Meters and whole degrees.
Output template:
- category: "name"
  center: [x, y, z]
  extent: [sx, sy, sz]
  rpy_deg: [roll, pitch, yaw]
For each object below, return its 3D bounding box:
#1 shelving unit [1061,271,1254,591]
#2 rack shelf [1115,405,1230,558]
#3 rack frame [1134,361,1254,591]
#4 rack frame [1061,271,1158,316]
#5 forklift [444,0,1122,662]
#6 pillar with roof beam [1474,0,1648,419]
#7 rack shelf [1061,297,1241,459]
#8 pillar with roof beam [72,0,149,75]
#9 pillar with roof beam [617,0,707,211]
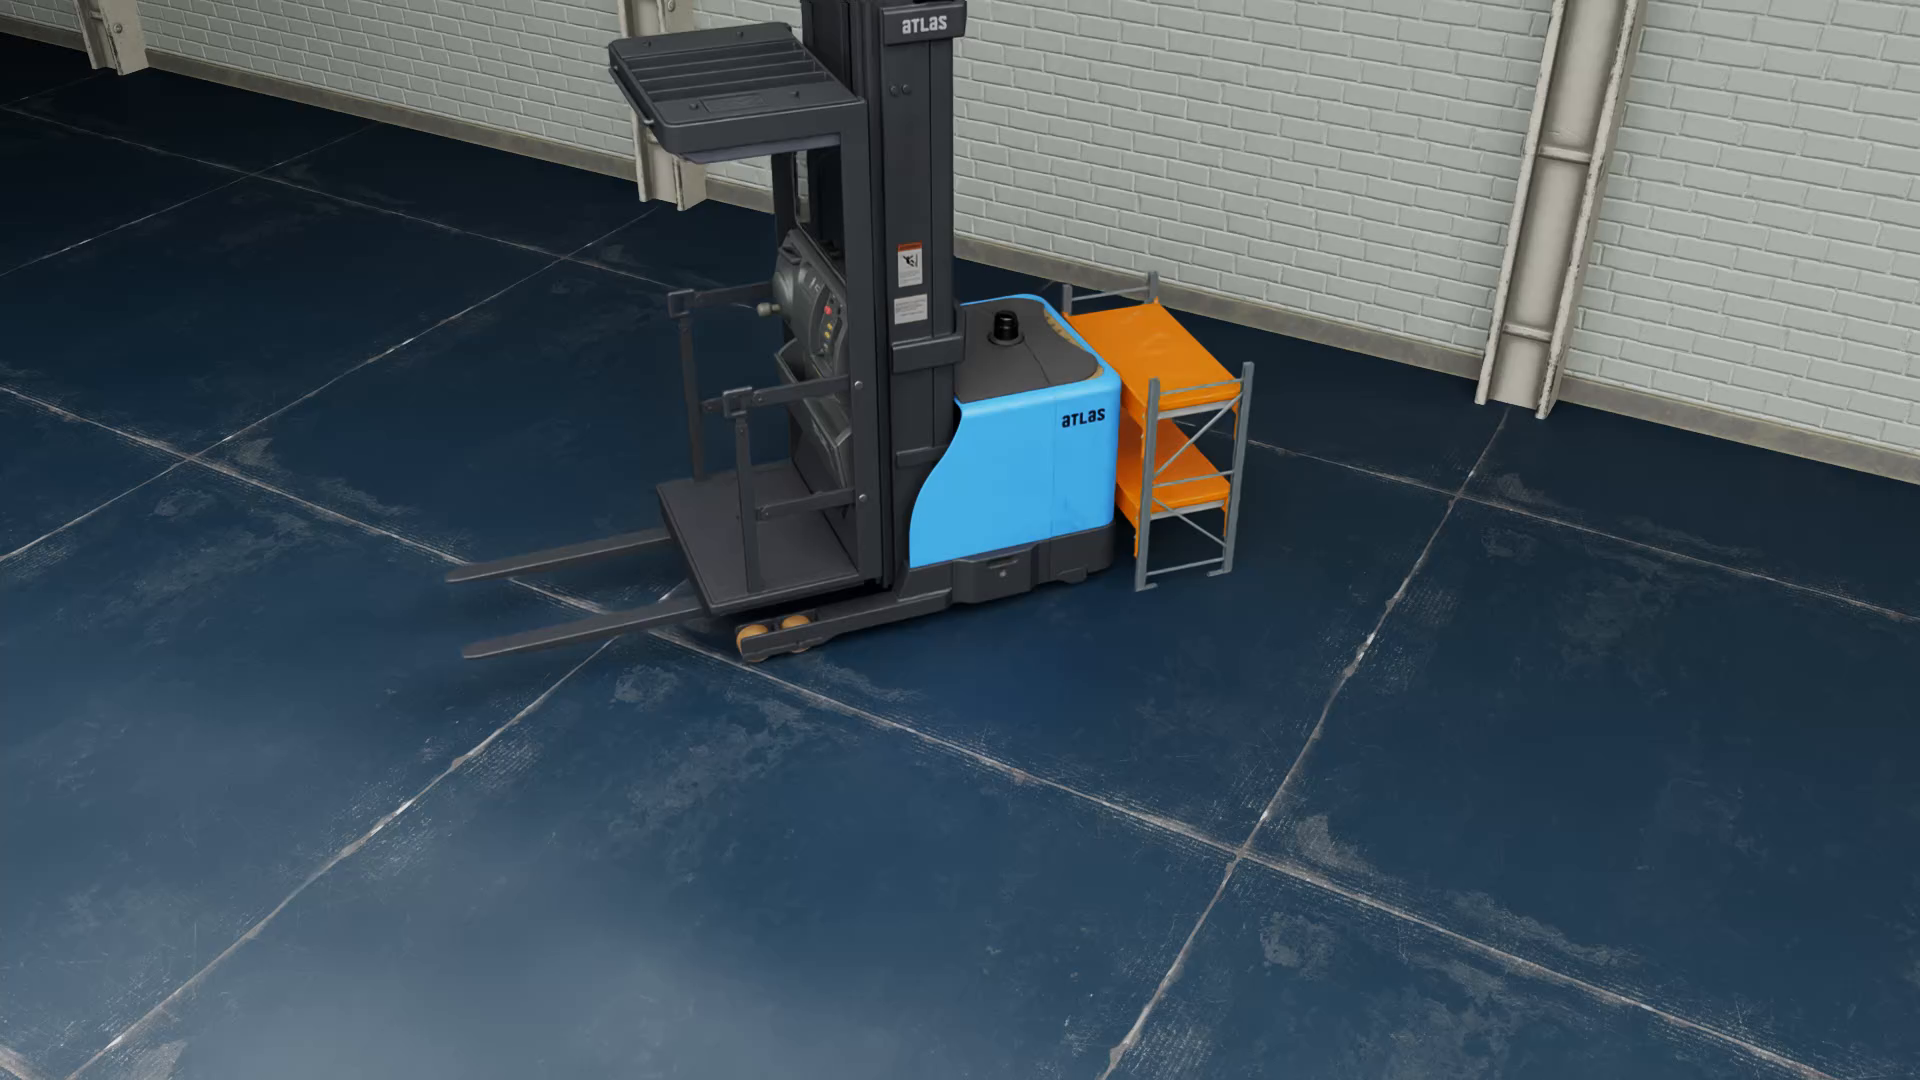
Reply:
- category: "shelving unit"
  center: [0.903, -0.543, 8.051]
  extent: [0.538, 1.125, 1.048]
  rpy_deg: [-11, 35, -16]
- category: "rack shelf"
  center: [0.903, -0.340, 8.186]
  extent: [0.538, 0.278, 1.000]
  rpy_deg: [-11, 35, -16]
- category: "rack frame"
  center: [1.069, -0.277, 7.651]
  extent: [0.500, 1.125, 0.032]
  rpy_deg: [-11, 35, -16]
- category: "rack frame"
  center: [0.737, -0.810, 8.451]
  extent: [0.500, 1.125, 0.032]
  rpy_deg: [-11, 35, -16]
- category: "forklift"
  center: [-0.830, -1.007, 7.117]
  extent: [3.031, 2.935, 1.130]
  rpy_deg: [-12, 36, -18]
- category: "pillar with roof beam"
  center: [1.025, -2.472, 3.843]
  extent: [0.400, 9.000, 9.100]
  rpy_deg: [18, 37, 24]
- category: "rack shelf"
  center: [0.903, -0.787, 7.889]
  extent: [0.538, 0.278, 1.000]
  rpy_deg: [-11, 35, -16]
- category: "pillar with roof beam"
  center: [-9.394, -5.772, 8.799]
  extent: [0.400, 9.000, 9.100]
  rpy_deg: [18, 37, 24]
- category: "pillar with roof beam"
  center: [-4.185, -4.122, 6.321]
  extent: [0.400, 9.000, 9.100]
  rpy_deg: [18, 37, 24]
